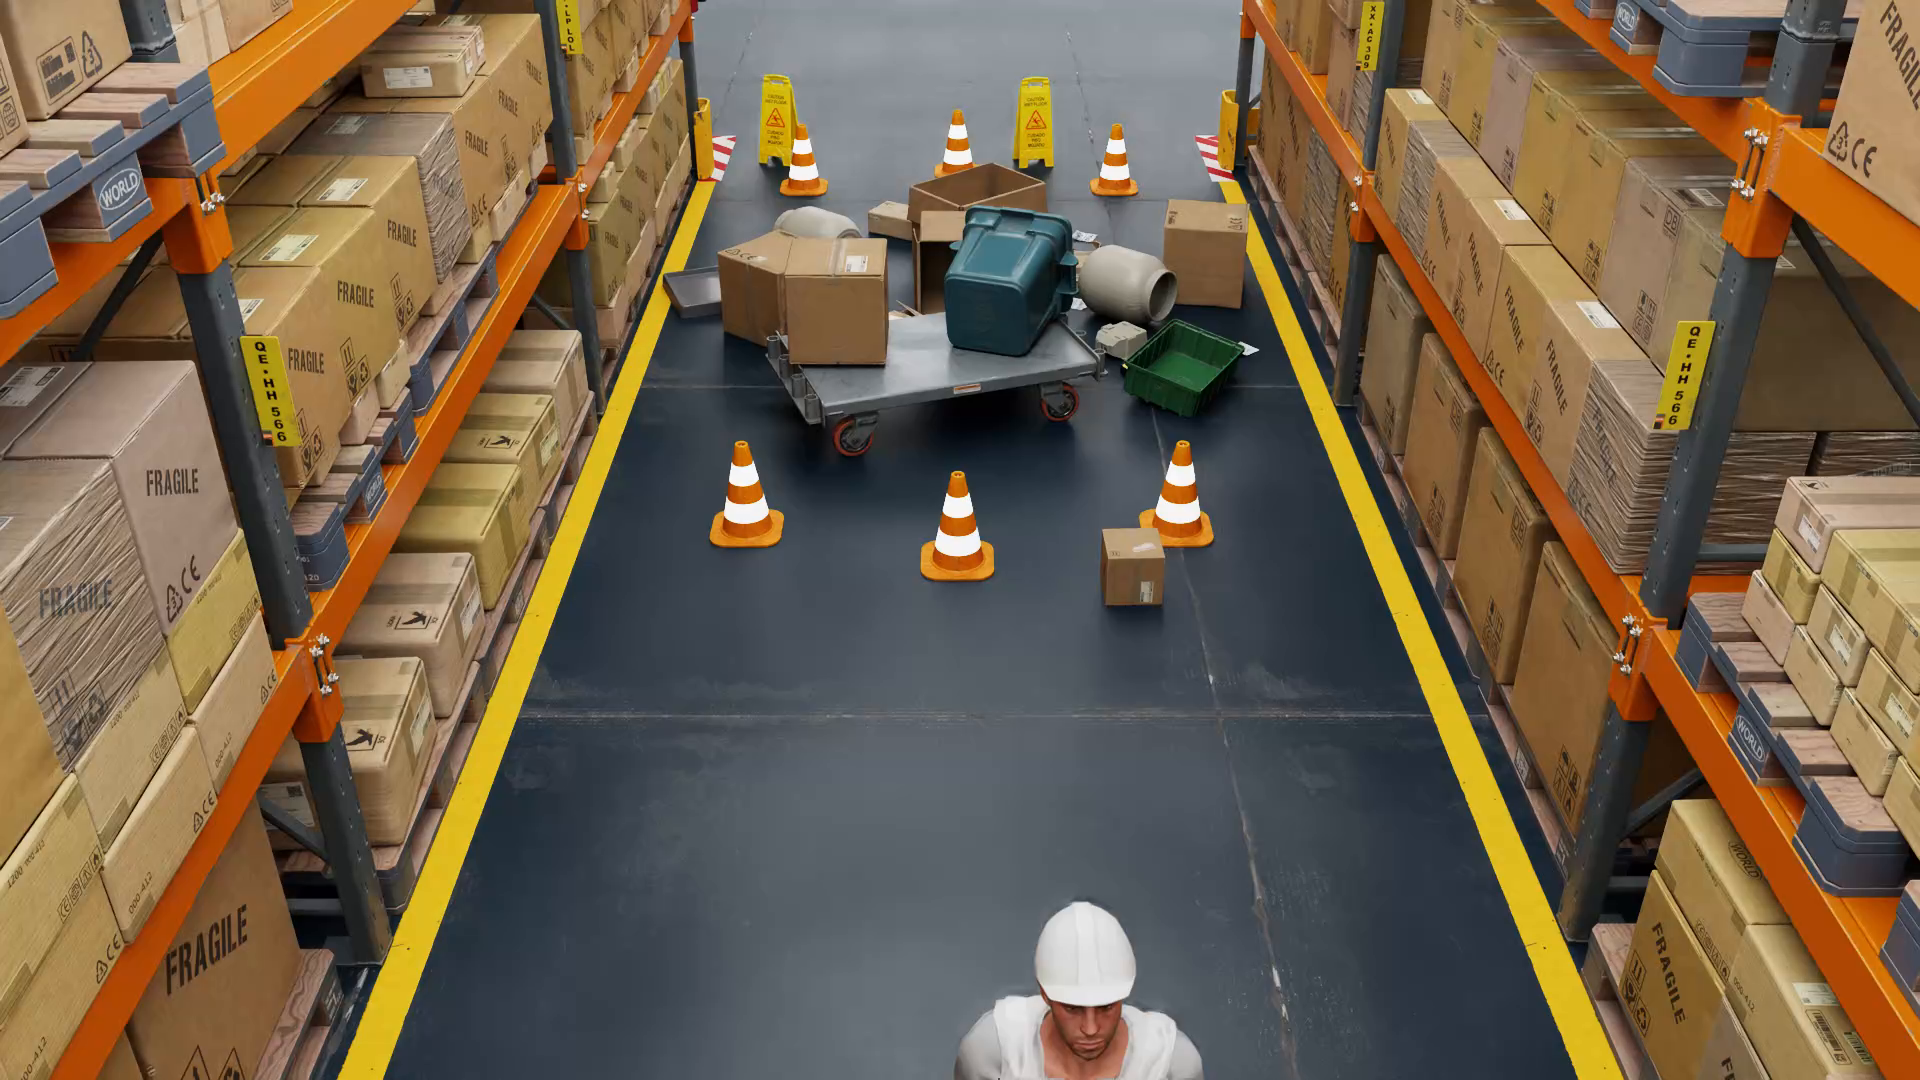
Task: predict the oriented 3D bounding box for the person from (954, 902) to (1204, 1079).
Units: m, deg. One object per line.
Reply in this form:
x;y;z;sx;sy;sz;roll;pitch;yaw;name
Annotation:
0.232;1.497;3.635;0.532;1.758;0.909;6;32;10;person
